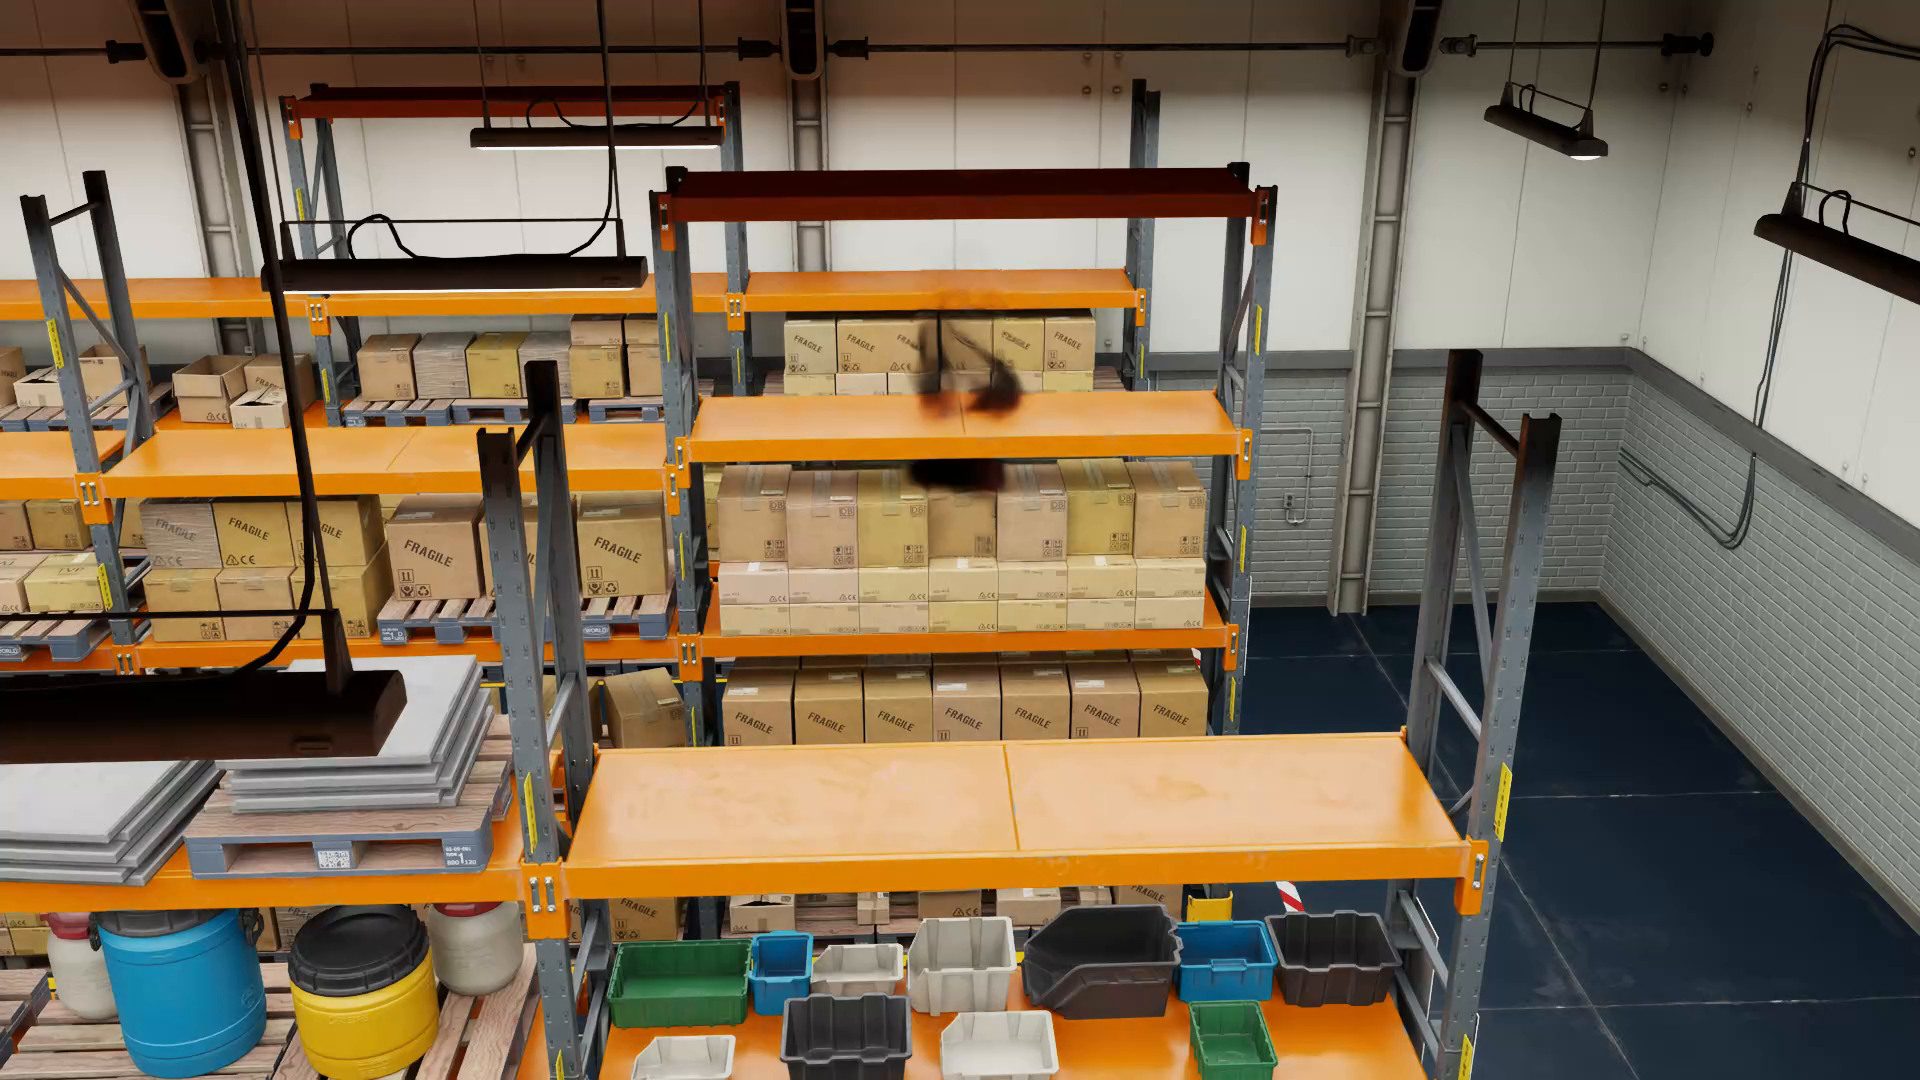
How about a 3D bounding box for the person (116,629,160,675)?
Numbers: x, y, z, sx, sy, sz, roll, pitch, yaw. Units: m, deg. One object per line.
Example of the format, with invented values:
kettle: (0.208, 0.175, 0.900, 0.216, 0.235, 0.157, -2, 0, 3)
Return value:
person: (-7.412, 1.532, 15.195, 0.525, 1.673, 0.574, -4, 23, -10)
